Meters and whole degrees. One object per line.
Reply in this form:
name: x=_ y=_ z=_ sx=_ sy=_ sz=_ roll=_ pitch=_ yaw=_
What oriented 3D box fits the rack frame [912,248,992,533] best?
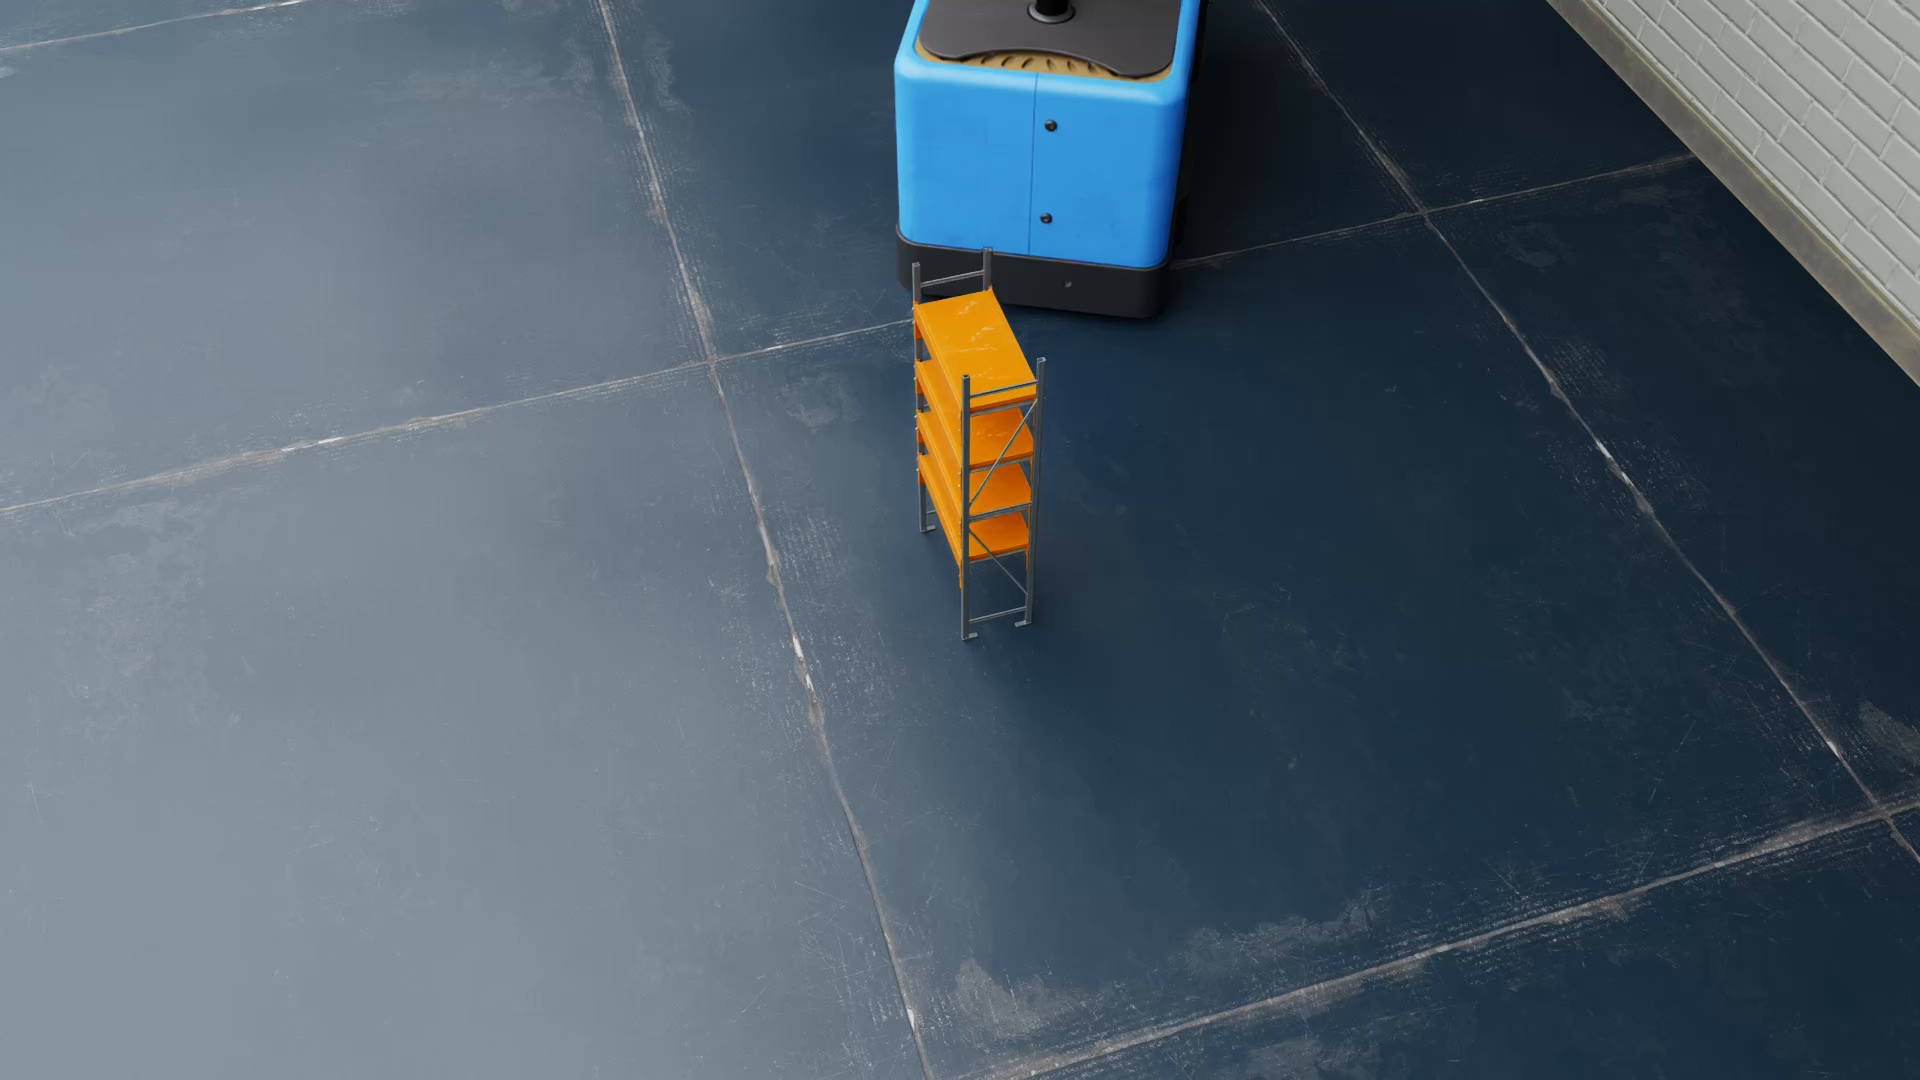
rack frame: x=-0.023 y=-0.444 z=5.340 sx=0.240 sy=1.200 sz=0.015 roll=-13 pitch=51 yaw=-11

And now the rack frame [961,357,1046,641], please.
rack frame: x=0.121 y=-0.088 z=5.039 sx=0.240 sy=1.200 sz=0.015 roll=-13 pitch=51 yaw=-11

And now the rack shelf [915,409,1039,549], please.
rack shelf: x=0.049 y=-0.222 z=5.241 sx=0.258 sy=0.148 sz=0.480 roll=-13 pitch=51 yaw=-11

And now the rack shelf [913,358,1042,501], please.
rack shelf: x=0.049 y=-0.367 z=5.070 sx=0.258 sy=0.148 sz=0.480 roll=-13 pitch=51 yaw=-11

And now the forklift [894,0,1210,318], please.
forklift: x=0.512 y=-2.944 z=6.314 sx=1.130 sy=2.935 sz=3.031 roll=7 pitch=50 yaw=6

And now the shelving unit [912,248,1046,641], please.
shelving unit: x=0.049 y=-0.266 z=5.189 sx=0.258 sy=1.200 sz=0.503 roll=-13 pitch=51 yaw=-11

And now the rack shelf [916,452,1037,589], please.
rack shelf: x=0.049 y=-0.094 z=5.393 sx=0.258 sy=0.148 sz=0.480 roll=-13 pitch=51 yaw=-11

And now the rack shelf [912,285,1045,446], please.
rack shelf: x=0.049 y=-0.519 z=4.889 sx=0.258 sy=0.148 sz=0.480 roll=-13 pitch=51 yaw=-11
